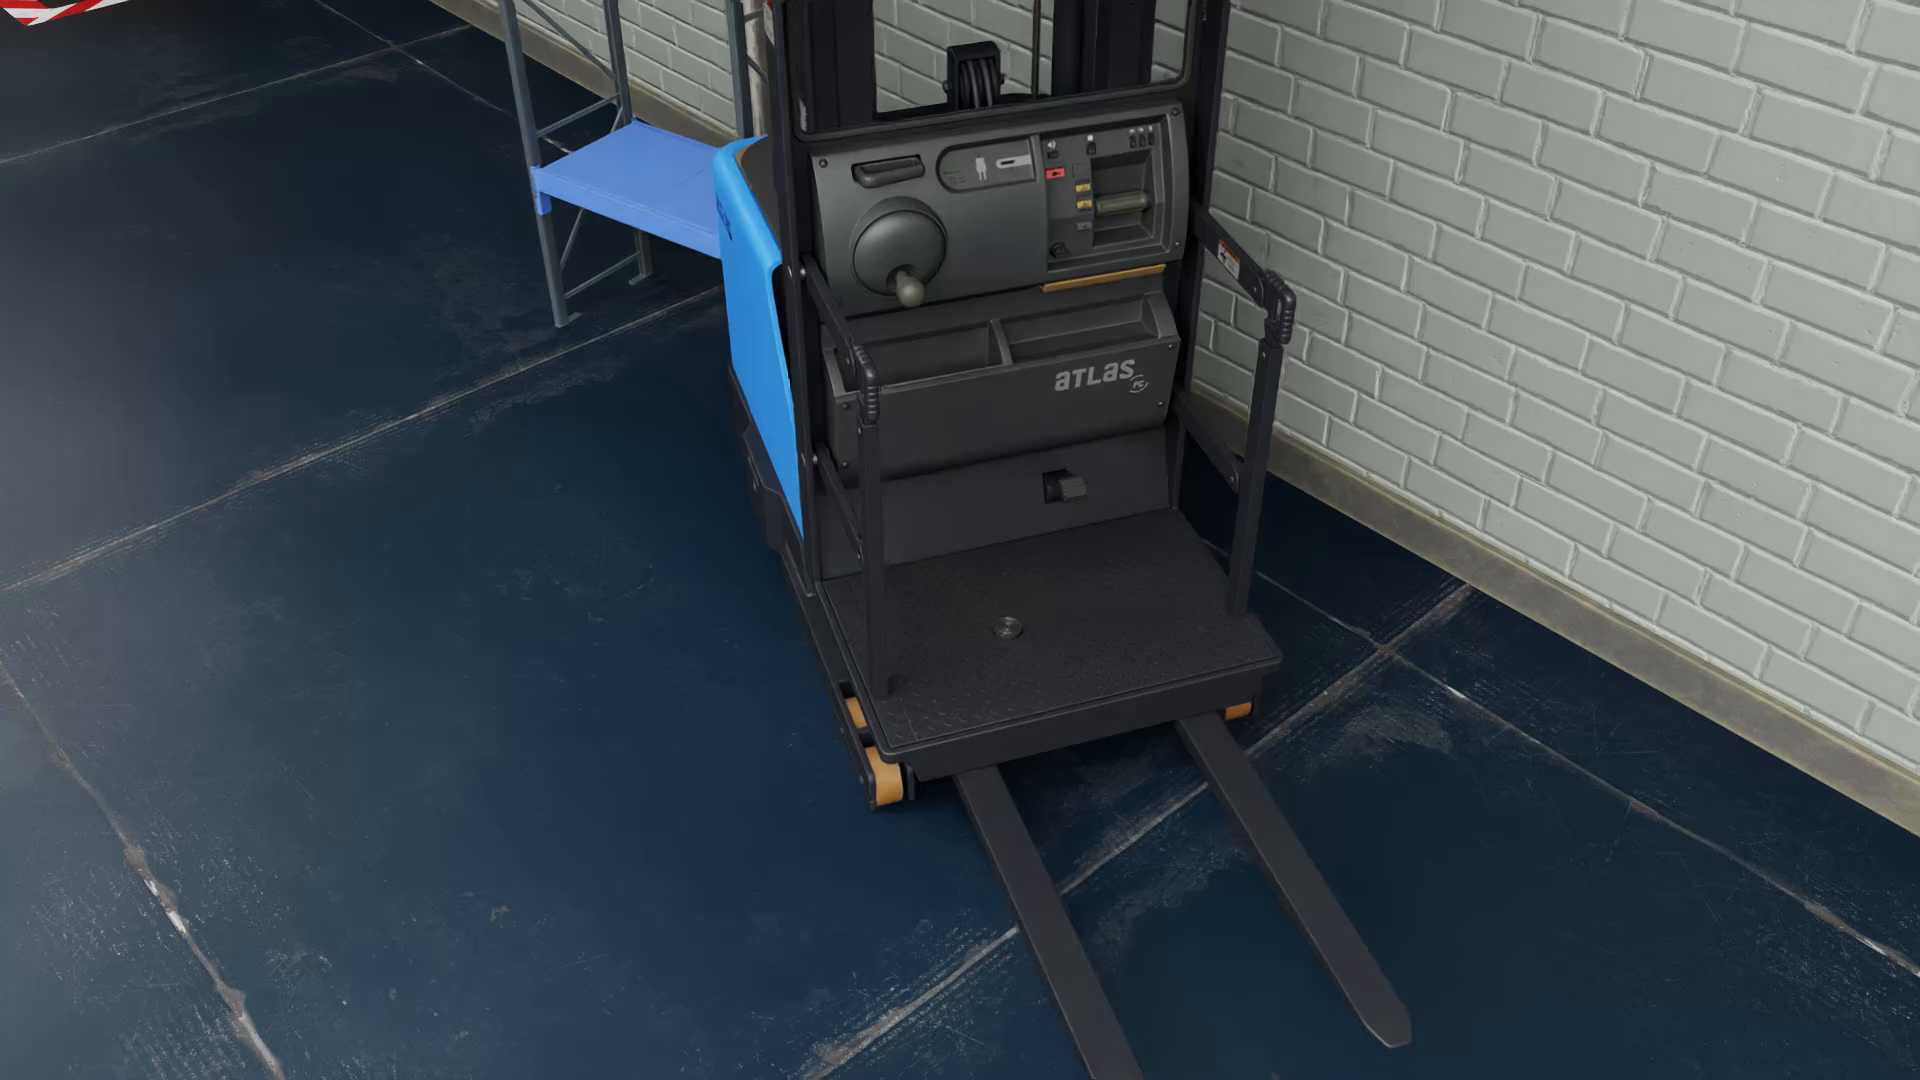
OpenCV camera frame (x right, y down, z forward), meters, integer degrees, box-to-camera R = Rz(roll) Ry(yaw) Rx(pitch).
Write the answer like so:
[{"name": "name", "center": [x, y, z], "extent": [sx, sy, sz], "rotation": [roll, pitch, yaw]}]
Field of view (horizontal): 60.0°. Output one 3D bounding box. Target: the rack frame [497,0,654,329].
[{"name": "rack frame", "center": [-1.364, -1.509, 5.925], "extent": [0.032, 1.500, 0.500], "rotation": [24, 45, 27]}]

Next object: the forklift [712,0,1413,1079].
[{"name": "forklift", "center": [0.181, -0.729, 3.820], "extent": [1.130, 2.935, 3.031], "rotation": [-12, 40, -14]}]

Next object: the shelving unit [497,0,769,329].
[{"name": "shelving unit", "center": [-0.948, -1.326, 5.698], "extent": [1.048, 1.500, 0.538], "rotation": [24, 45, 27]}]

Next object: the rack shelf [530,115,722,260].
[{"name": "rack shelf", "center": [-0.948, -1.186, 5.811], "extent": [1.000, 0.185, 0.538], "rotation": [24, 45, 27]}]

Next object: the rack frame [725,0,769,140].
[{"name": "rack frame", "center": [-0.532, -1.142, 5.470], "extent": [0.032, 1.500, 0.500], "rotation": [24, 45, 27]}]

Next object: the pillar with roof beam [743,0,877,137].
[{"name": "pillar with roof beam", "center": [-3.731, -2.876, 1.649], "extent": [9.100, 9.000, 0.400], "rotation": [-30, 48, -32]}]
